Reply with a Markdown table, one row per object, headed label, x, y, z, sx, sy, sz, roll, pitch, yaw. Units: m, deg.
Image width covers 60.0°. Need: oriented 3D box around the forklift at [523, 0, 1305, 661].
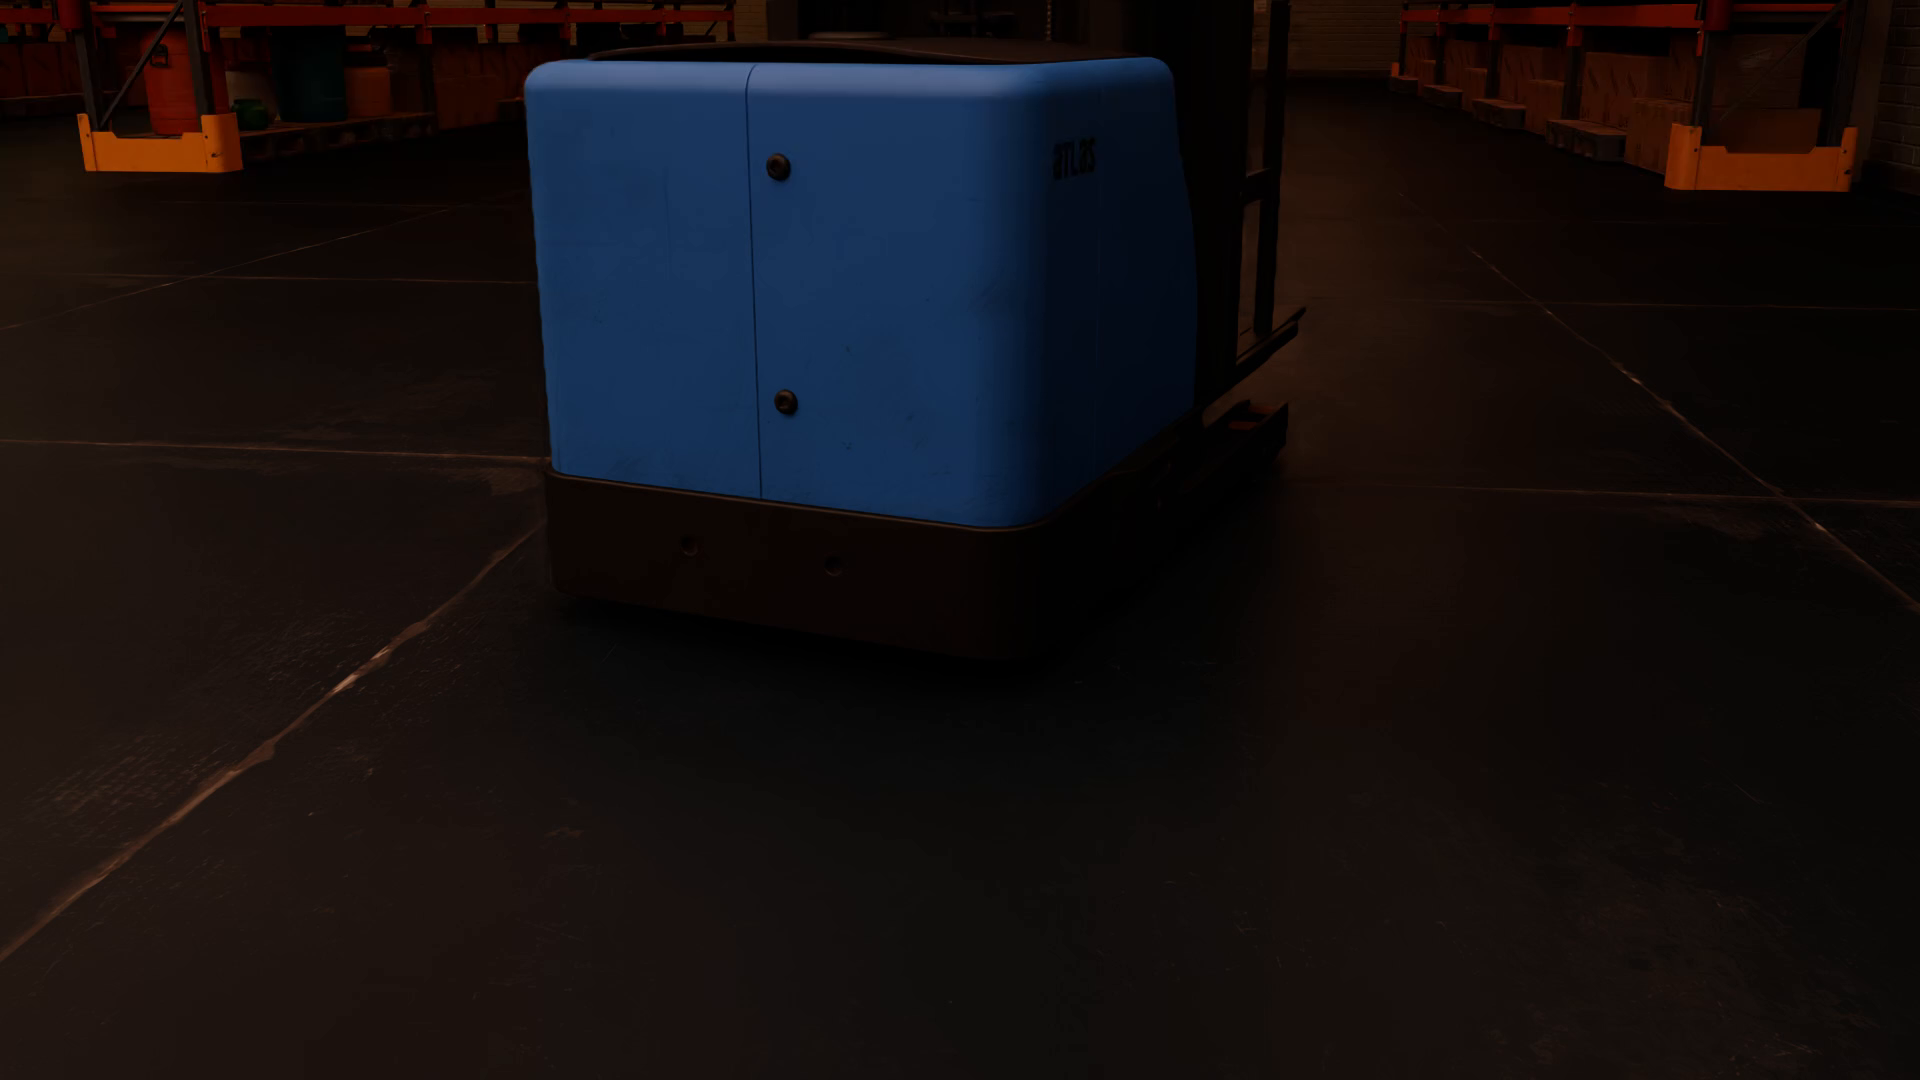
| label | x | y | z | sx | sy | sz | roll | pitch | yaw |
| --- | --- | --- | --- | --- | --- | --- | --- | --- | --- |
| forklift | 0.237 | -1.587 | 3.986 | 1.130 | 2.935 | 3.031 | 7 | 19 | 22 |
